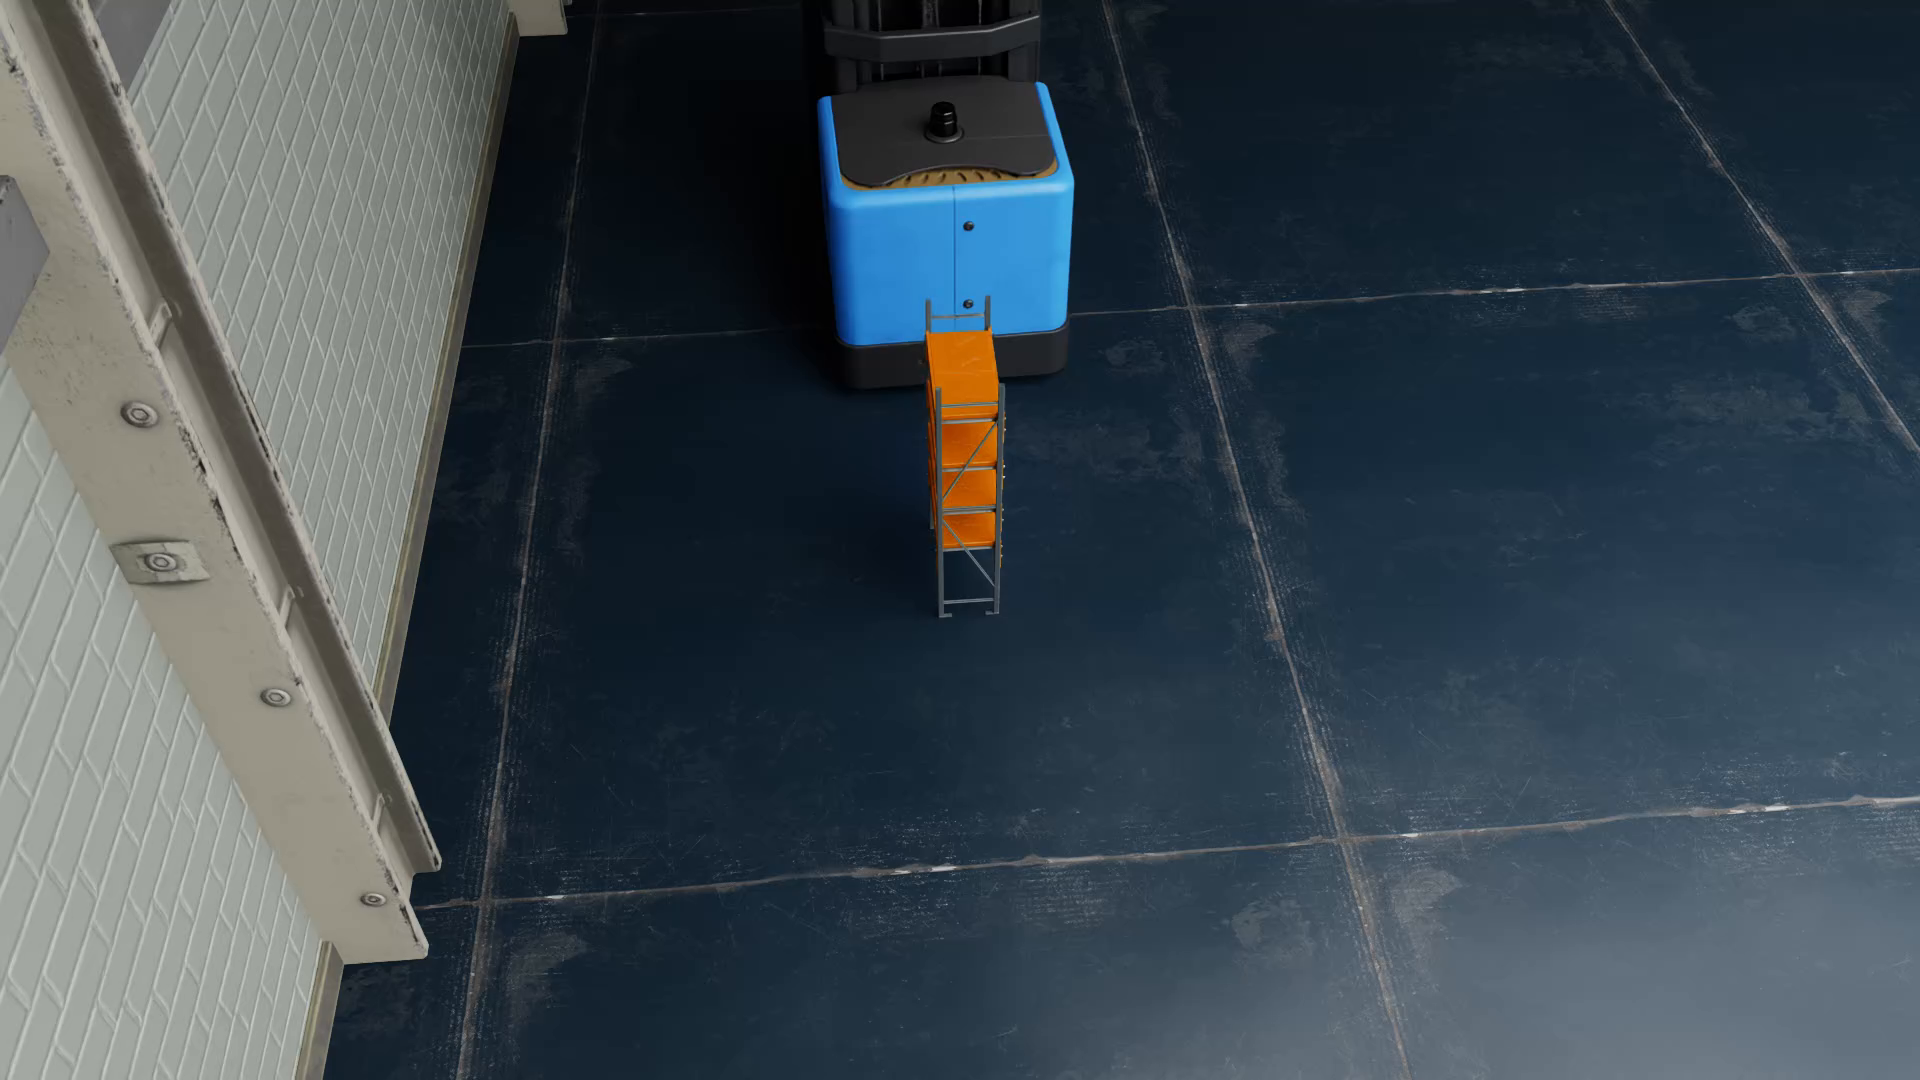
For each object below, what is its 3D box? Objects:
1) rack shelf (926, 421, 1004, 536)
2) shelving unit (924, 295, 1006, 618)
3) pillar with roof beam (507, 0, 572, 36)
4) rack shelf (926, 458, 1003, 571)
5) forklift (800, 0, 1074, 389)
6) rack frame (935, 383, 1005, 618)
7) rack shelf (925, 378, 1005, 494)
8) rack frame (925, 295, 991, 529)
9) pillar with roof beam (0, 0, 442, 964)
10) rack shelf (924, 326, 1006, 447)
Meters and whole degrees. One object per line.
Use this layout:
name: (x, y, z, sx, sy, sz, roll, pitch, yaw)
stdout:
rack shelf: (0.014, -0.247, 6.386, 0.258, 0.148, 0.480, -3, 47, -3)
shelving unit: (0.014, -0.293, 6.337, 0.258, 1.200, 0.503, -3, 47, -3)
pillar with roof beam: (1.833, -6.433, 6.781, 9.100, 9.000, 0.400, -3, 47, -3)
rack shelf: (0.014, -0.110, 6.530, 0.258, 0.148, 0.480, -3, 47, -3)
forklift: (-0.205, -2.760, 7.482, 1.130, 2.935, 3.031, -5, 47, -5)
rack frame: (0.034, -0.116, 6.170, 0.240, 1.200, 0.015, -3, 47, -3)
rack shelf: (0.014, -0.400, 6.224, 0.258, 0.148, 0.480, -3, 47, -3)
rack frame: (-0.007, -0.469, 6.505, 0.240, 1.200, 0.015, -3, 47, -3)
pillar with roof beam: (2.335, -2.092, 2.670, 9.100, 9.000, 0.400, -3, 47, -3)
rack shelf: (0.014, -0.563, 6.052, 0.258, 0.148, 0.480, -3, 47, -3)
